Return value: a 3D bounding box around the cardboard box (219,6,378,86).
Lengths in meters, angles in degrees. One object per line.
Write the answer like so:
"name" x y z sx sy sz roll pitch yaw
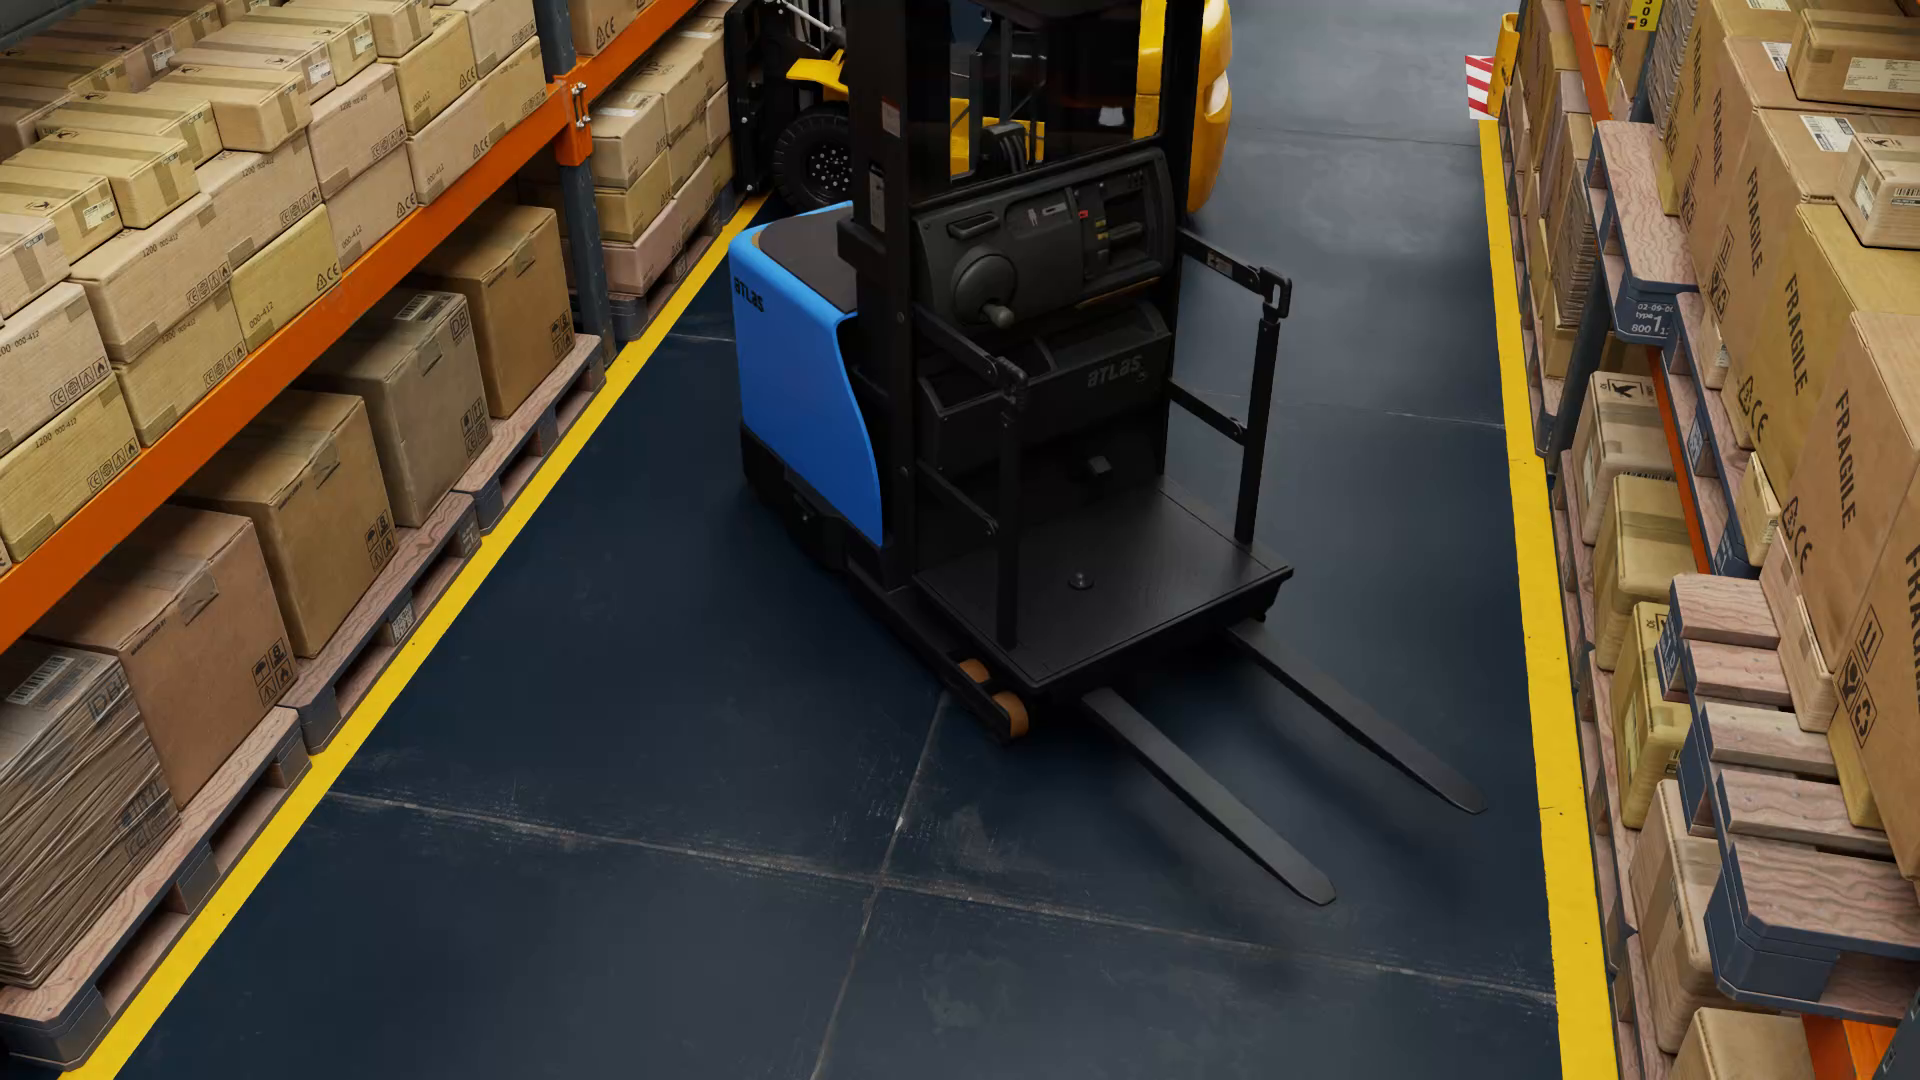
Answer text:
"cardboard box" -2.061 -1.543 5.185 0.380 0.149 0.250 6 36 9

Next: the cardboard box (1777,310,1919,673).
"cardboard box" 1.901 -0.068 3.091 0.500 0.500 0.500 7 36 9

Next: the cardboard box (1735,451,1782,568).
"cardboard box" 1.919 -0.045 3.613 0.380 0.149 0.250 8 37 11

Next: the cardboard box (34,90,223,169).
"cardboard box" -2.292 -1.115 4.595 0.380 0.149 0.250 7 37 10

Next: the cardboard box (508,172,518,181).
"cardboard box" -2.104 -1.825 7.345 0.500 0.250 0.500 8 37 11

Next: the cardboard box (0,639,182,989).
"cardboard box" -2.728 0.672 4.433 0.875 0.625 0.625 8 37 11

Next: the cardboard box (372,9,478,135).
"cardboard box" -1.978 -1.590 5.589 0.500 0.250 0.500 6 36 9

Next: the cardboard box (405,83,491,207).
"cardboard box" -1.974 -1.386 5.734 0.500 0.250 0.500 7 37 10

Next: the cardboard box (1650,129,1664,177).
"cardboard box" 2.403 -1.228 5.245 0.380 0.149 0.250 8 37 11

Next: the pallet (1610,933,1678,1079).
"pallet" 2.144 1.537 3.949 1.003 0.211 1.213 7 37 10

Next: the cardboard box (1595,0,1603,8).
"cardboard box" 2.892 -2.478 6.774 0.500 0.500 0.500 8 37 11

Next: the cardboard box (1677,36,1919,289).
"cardboard box" 2.224 -0.966 4.331 0.500 0.500 0.500 7 37 10

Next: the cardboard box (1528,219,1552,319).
"cardboard box" 2.798 -1.173 7.298 0.500 0.250 0.500 6 36 9

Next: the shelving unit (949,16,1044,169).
"shelving unit" 0.124 -1.528 7.081 0.587 1.500 1.083 20 40 25

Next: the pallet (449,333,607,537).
"pallet" -2.139 -0.501 6.761 1.003 0.211 1.213 7 37 10

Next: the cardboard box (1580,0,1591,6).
"cardboard box" 2.918 -2.436 7.269 0.380 0.149 0.250 8 37 10

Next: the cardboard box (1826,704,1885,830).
"cardboard box" 1.802 0.408 2.988 0.380 0.149 0.250 8 37 11

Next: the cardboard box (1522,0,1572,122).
"cardboard box" 3.130 -2.349 8.281 0.500 0.500 0.500 6 36 8

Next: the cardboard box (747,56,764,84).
"cardboard box" -1.282 -2.420 8.592 0.500 0.250 0.500 7 37 10

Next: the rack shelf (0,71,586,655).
"rack shelf" -2.447 -0.619 5.161 1.077 0.370 4.000 7 37 10

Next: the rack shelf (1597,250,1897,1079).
"rack shelf" 2.403 0.001 4.306 1.077 0.370 4.000 7 37 10

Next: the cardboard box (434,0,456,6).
"cardboard box" -1.913 -1.986 5.797 0.380 0.149 0.250 7 36 9

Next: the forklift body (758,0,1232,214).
"forklift body" 0.212 -2.691 8.130 2.313 2.155 1.214 7 37 10

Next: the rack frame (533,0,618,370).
"rack frame" -2.020 -2.057 6.532 1.000 3.000 0.127 7 37 10

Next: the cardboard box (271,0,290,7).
"cardboard box" -2.467 -1.895 5.671 0.380 0.149 0.250 7 37 10

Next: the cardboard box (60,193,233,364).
"cardboard box" -2.303 -0.714 4.381 0.500 0.250 0.500 6 36 9

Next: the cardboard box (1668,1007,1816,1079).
"cardboard box" 2.106 1.427 3.606 0.950 0.372 0.625 5 36 7

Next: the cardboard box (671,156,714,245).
"cardboard box" -1.500 -1.643 7.946 0.500 0.250 0.500 7 36 9

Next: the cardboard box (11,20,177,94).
"cardboard box" -2.628 -1.461 5.072 0.380 0.149 0.250 7 37 10

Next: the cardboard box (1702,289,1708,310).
"cardboard box" 2.205 -0.630 4.420 0.380 0.149 0.250 8 37 10

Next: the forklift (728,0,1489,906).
"forklift" 0.401 -0.858 4.937 1.130 2.935 3.031 -22 41 -27

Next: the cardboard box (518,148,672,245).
"cardboard box" -1.615 -1.555 7.399 0.500 0.250 0.500 7 37 10

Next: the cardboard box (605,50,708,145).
"cardboard box" -1.491 -2.049 7.654 0.500 0.250 0.500 7 37 10

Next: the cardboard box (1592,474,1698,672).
"cardboard box" 2.570 0.170 5.340 0.950 0.372 0.625 10 37 13

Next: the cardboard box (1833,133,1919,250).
"cardboard box" 2.049 -0.711 3.426 0.380 0.149 0.250 6 36 8

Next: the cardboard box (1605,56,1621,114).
"cardboard box" 2.647 -1.702 6.256 0.380 0.149 0.250 8 37 11

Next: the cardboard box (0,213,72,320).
"cardboard box" -2.389 -0.668 3.978 0.380 0.149 0.250 8 37 10

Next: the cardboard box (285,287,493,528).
"cardboard box" -2.294 -0.521 6.079 0.875 0.625 0.625 7 37 9

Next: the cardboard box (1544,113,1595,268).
"cardboard box" 2.801 -1.462 7.058 0.500 0.500 0.500 8 37 11

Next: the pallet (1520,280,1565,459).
"pallet" 2.939 -0.698 7.033 1.003 0.211 1.213 7 37 10

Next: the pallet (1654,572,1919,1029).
"pallet" 2.024 0.512 3.151 1.213 0.211 1.003 7 37 10

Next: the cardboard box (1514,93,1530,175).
"cardboard box" 3.126 -2.068 8.532 0.500 0.250 0.500 9 37 12

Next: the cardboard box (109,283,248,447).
"cardboard box" -2.325 -0.511 4.527 0.500 0.250 0.500 6 36 8
